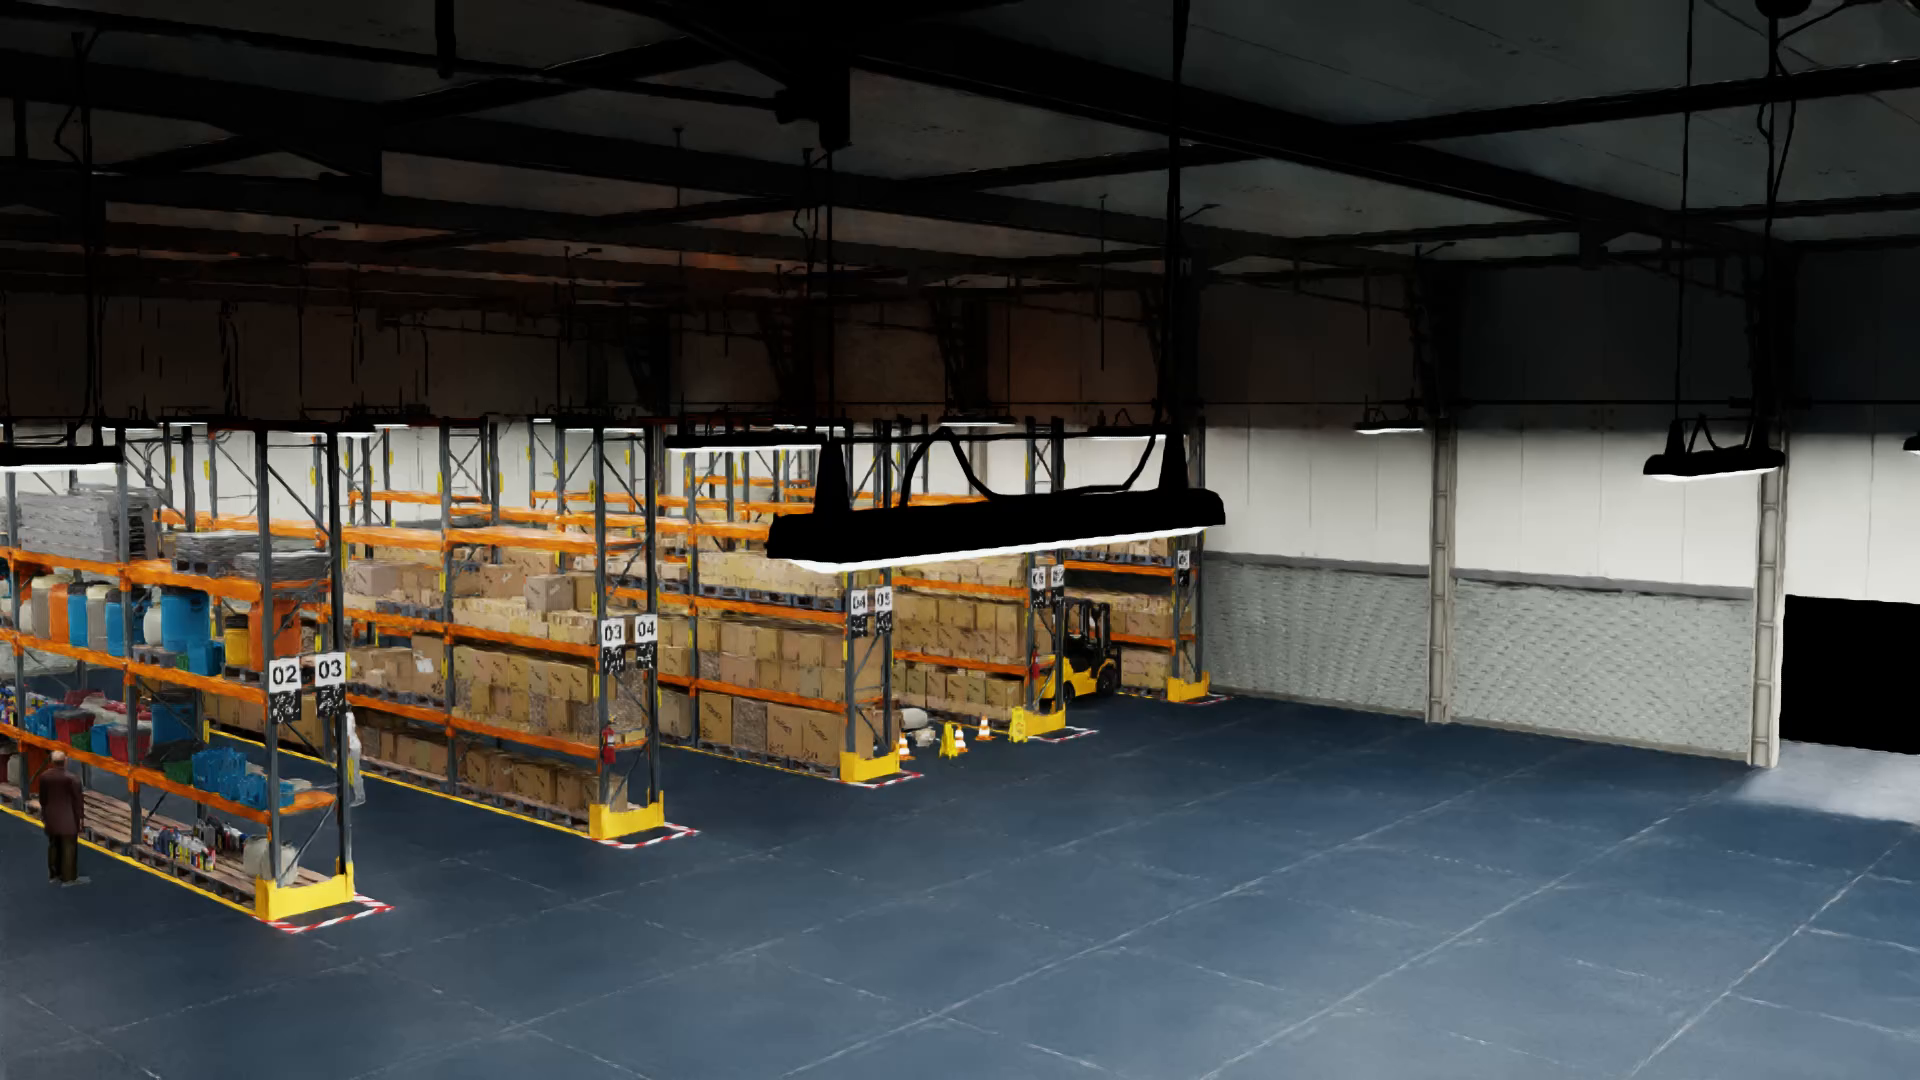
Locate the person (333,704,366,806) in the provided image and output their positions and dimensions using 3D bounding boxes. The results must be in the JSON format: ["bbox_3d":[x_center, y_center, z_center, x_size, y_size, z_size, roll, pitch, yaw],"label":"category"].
[{"bbox_3d":[-9.657,3.328,26.125,0.556,1.644,0.597,-2,5,-22],"label":"person"}]

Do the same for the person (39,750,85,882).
[{"bbox_3d":[-11.736,3.577,21.720,0.632,1.701,0.375,1,5,10],"label":"person"}]
